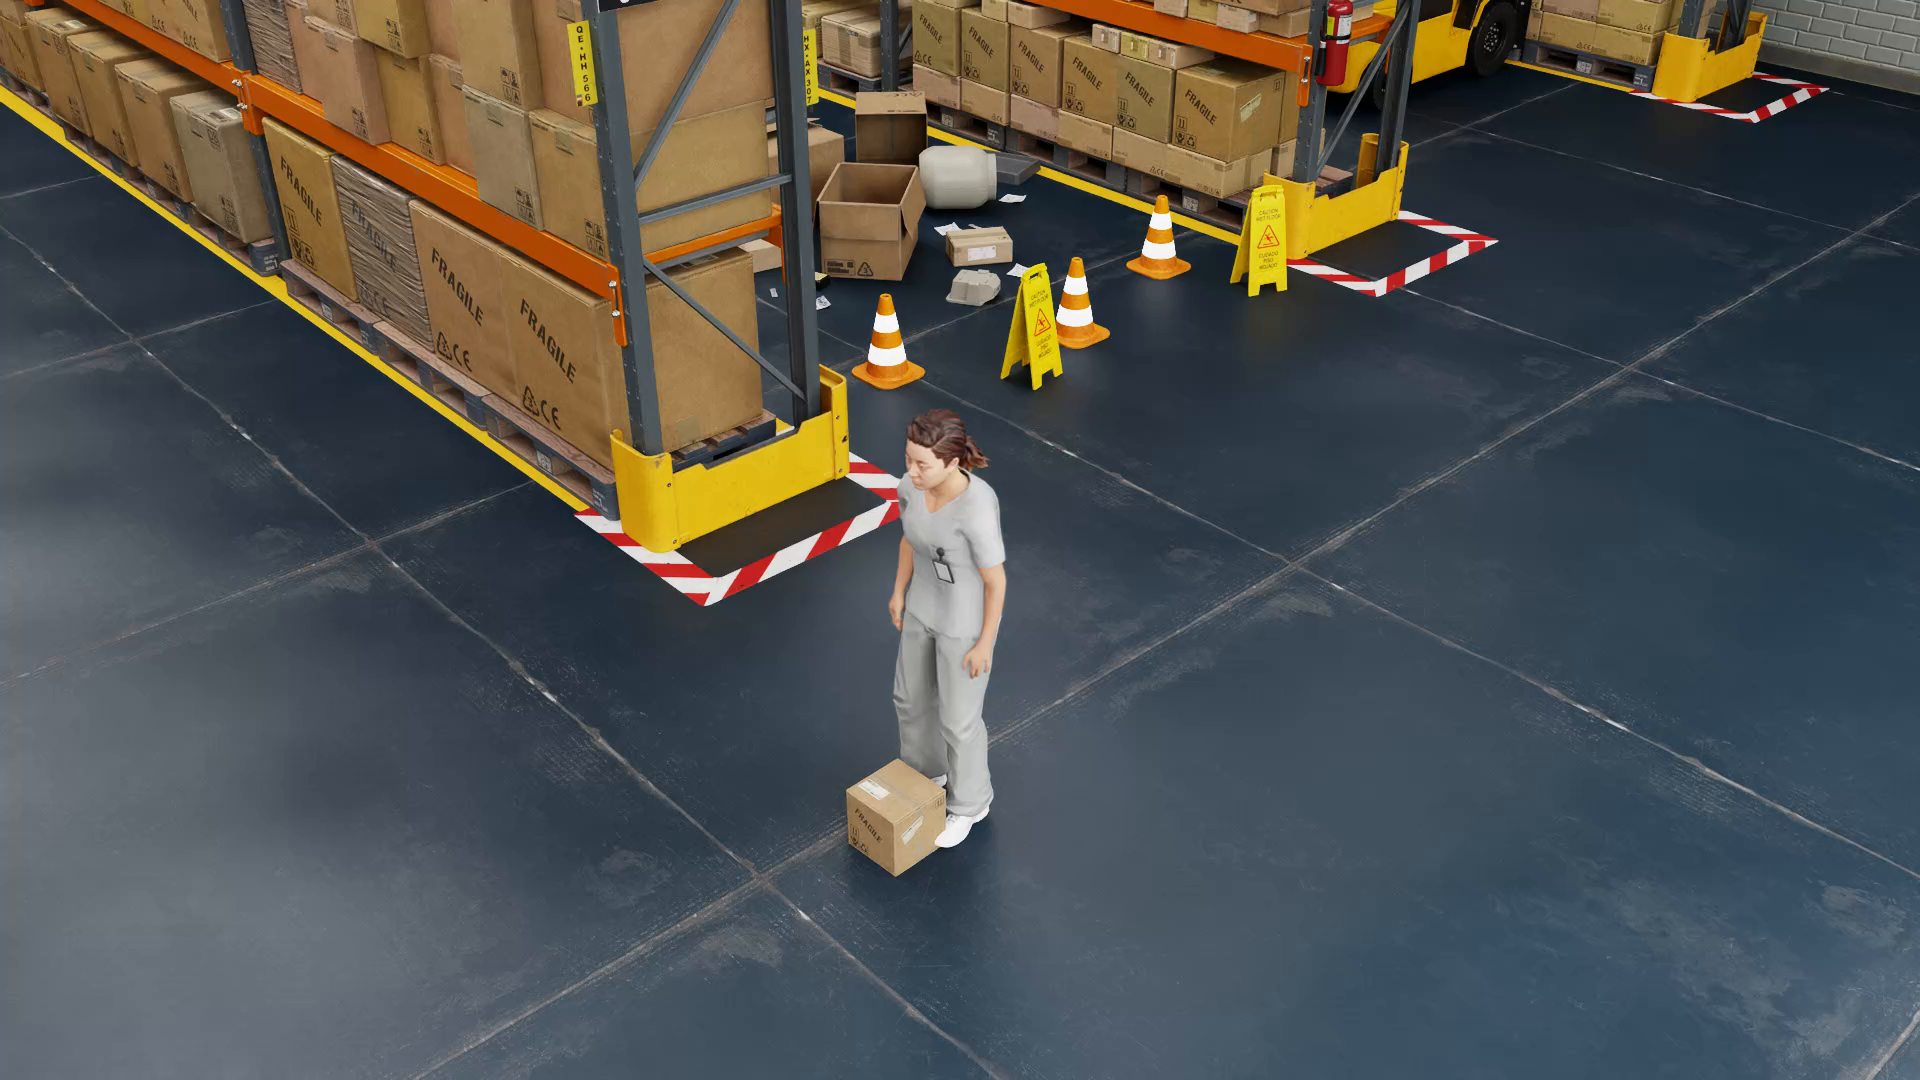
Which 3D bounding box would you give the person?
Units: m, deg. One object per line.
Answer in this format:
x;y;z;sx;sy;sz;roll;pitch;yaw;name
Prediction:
-0.055;0.283;5.682;0.362;1.672;0.485;-27;41;-36;person
